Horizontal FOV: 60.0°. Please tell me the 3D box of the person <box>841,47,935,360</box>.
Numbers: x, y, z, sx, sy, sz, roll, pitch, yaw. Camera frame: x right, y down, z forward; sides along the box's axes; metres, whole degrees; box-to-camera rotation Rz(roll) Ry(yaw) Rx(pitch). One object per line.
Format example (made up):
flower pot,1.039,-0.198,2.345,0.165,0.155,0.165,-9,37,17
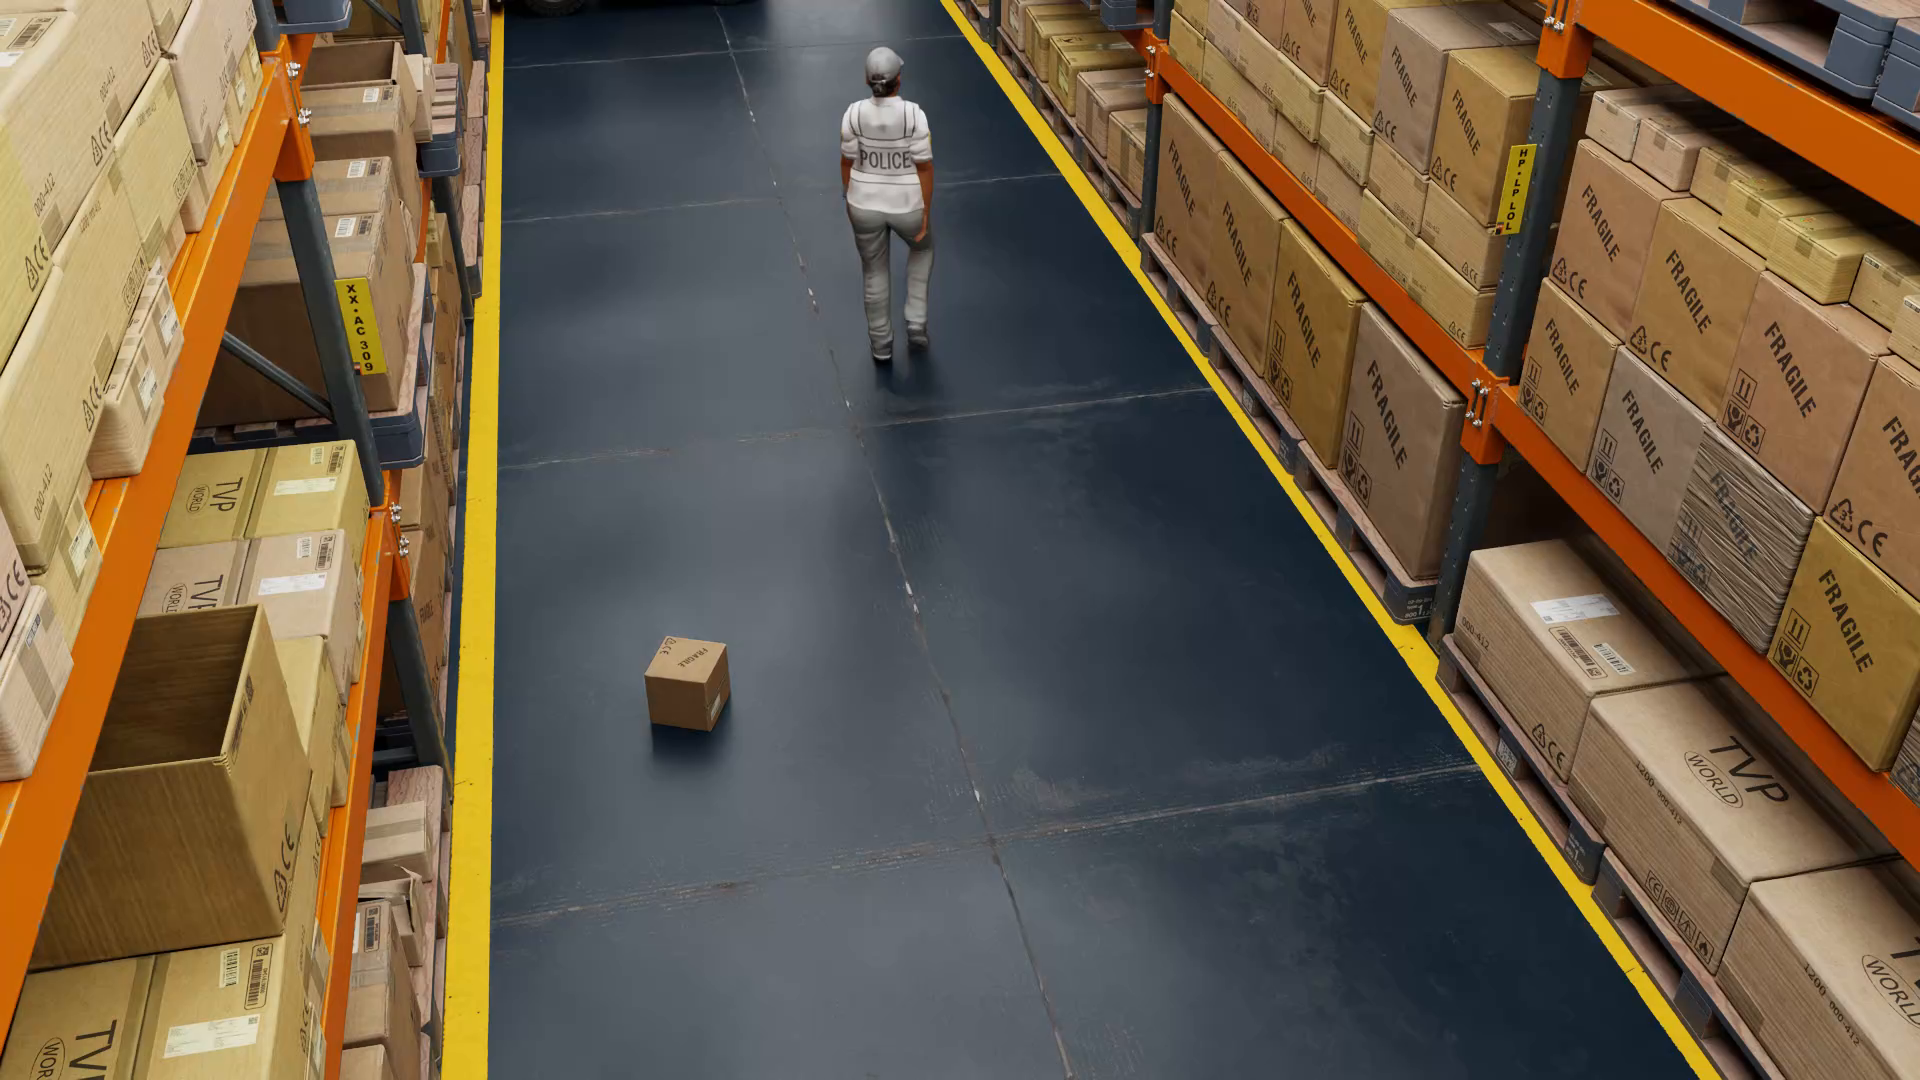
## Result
person,-0.369,-1.735,8.659,0.478,1.703,0.471,1,35,1
